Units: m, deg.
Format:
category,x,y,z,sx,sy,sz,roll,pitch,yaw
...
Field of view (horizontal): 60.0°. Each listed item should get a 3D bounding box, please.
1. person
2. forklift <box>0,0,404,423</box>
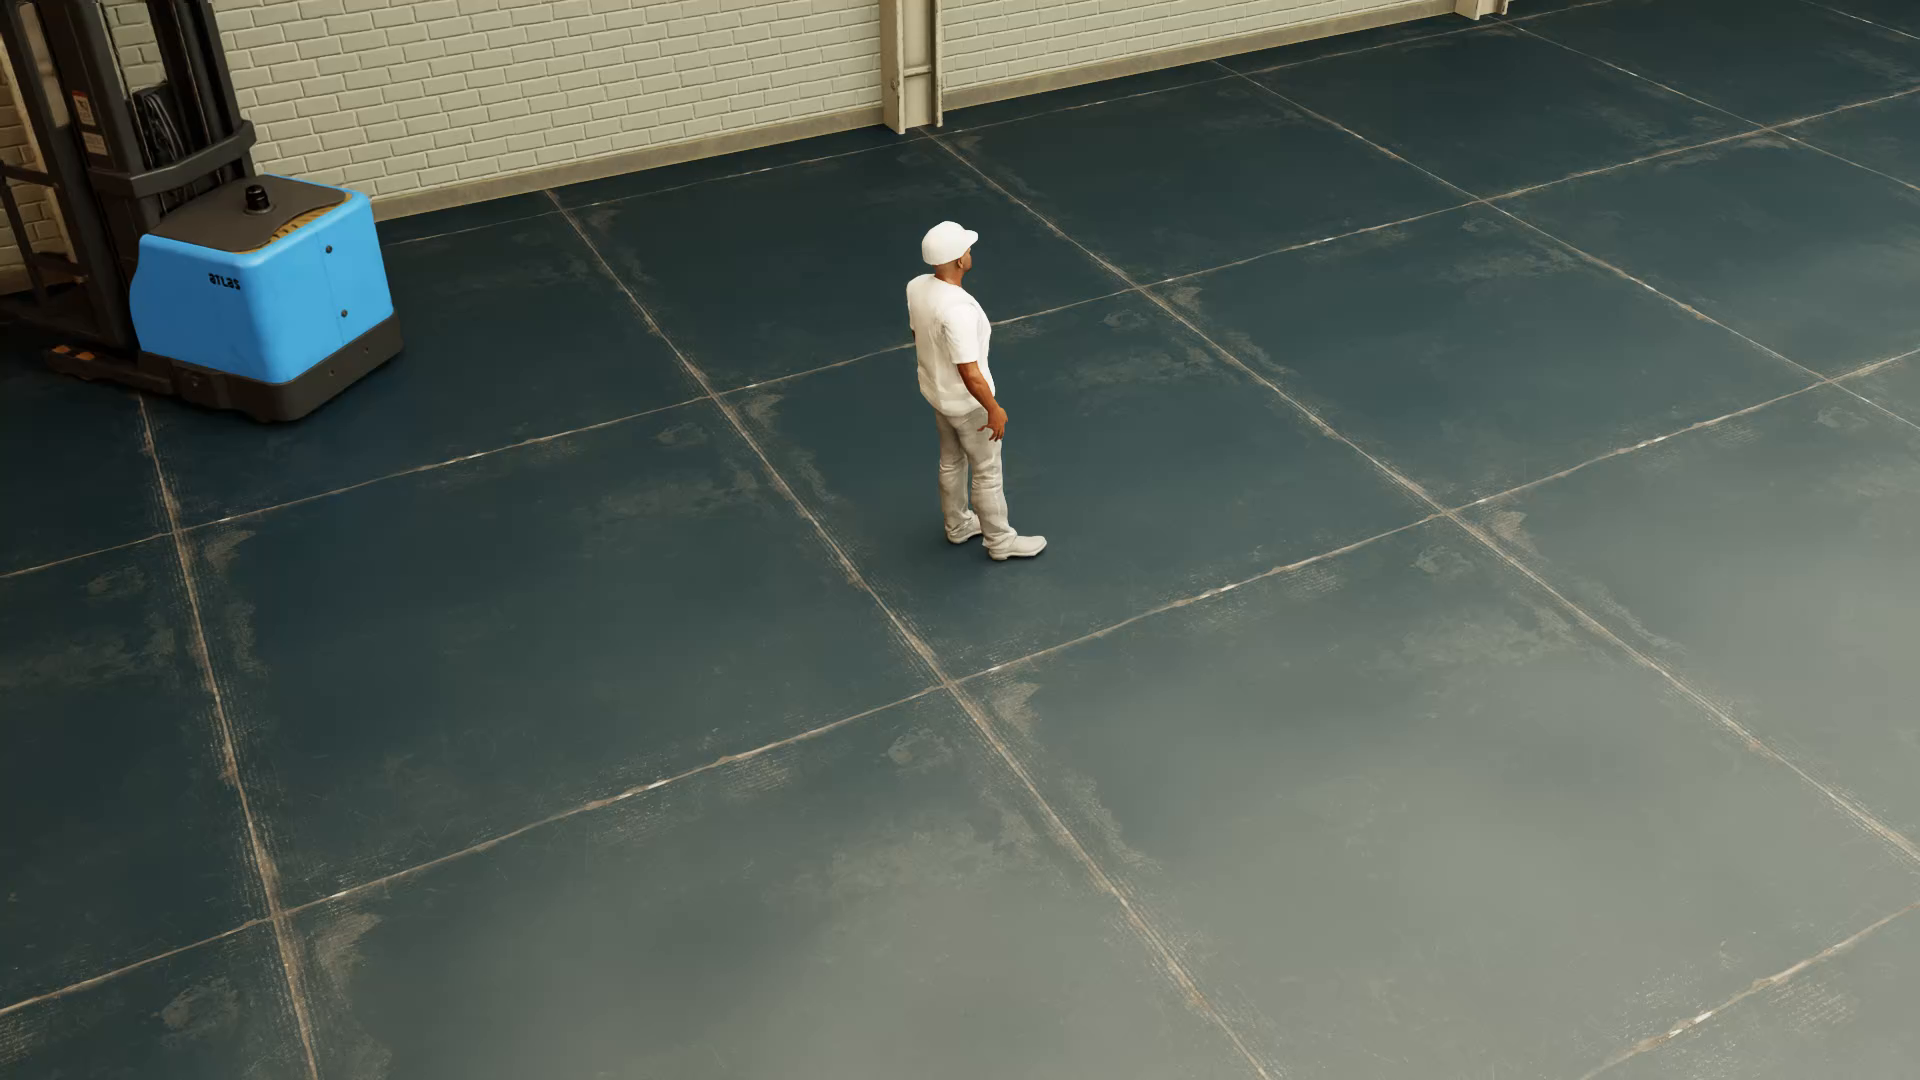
category,x,y,z,sx,sy,sz,roll,pitch,yaw
person,0.065,-0.743,8.171,0.574,1.768,0.665,-17,39,-23
forklift,-4.980,-2.424,9.552,3.031,2.935,1.130,14,38,19
